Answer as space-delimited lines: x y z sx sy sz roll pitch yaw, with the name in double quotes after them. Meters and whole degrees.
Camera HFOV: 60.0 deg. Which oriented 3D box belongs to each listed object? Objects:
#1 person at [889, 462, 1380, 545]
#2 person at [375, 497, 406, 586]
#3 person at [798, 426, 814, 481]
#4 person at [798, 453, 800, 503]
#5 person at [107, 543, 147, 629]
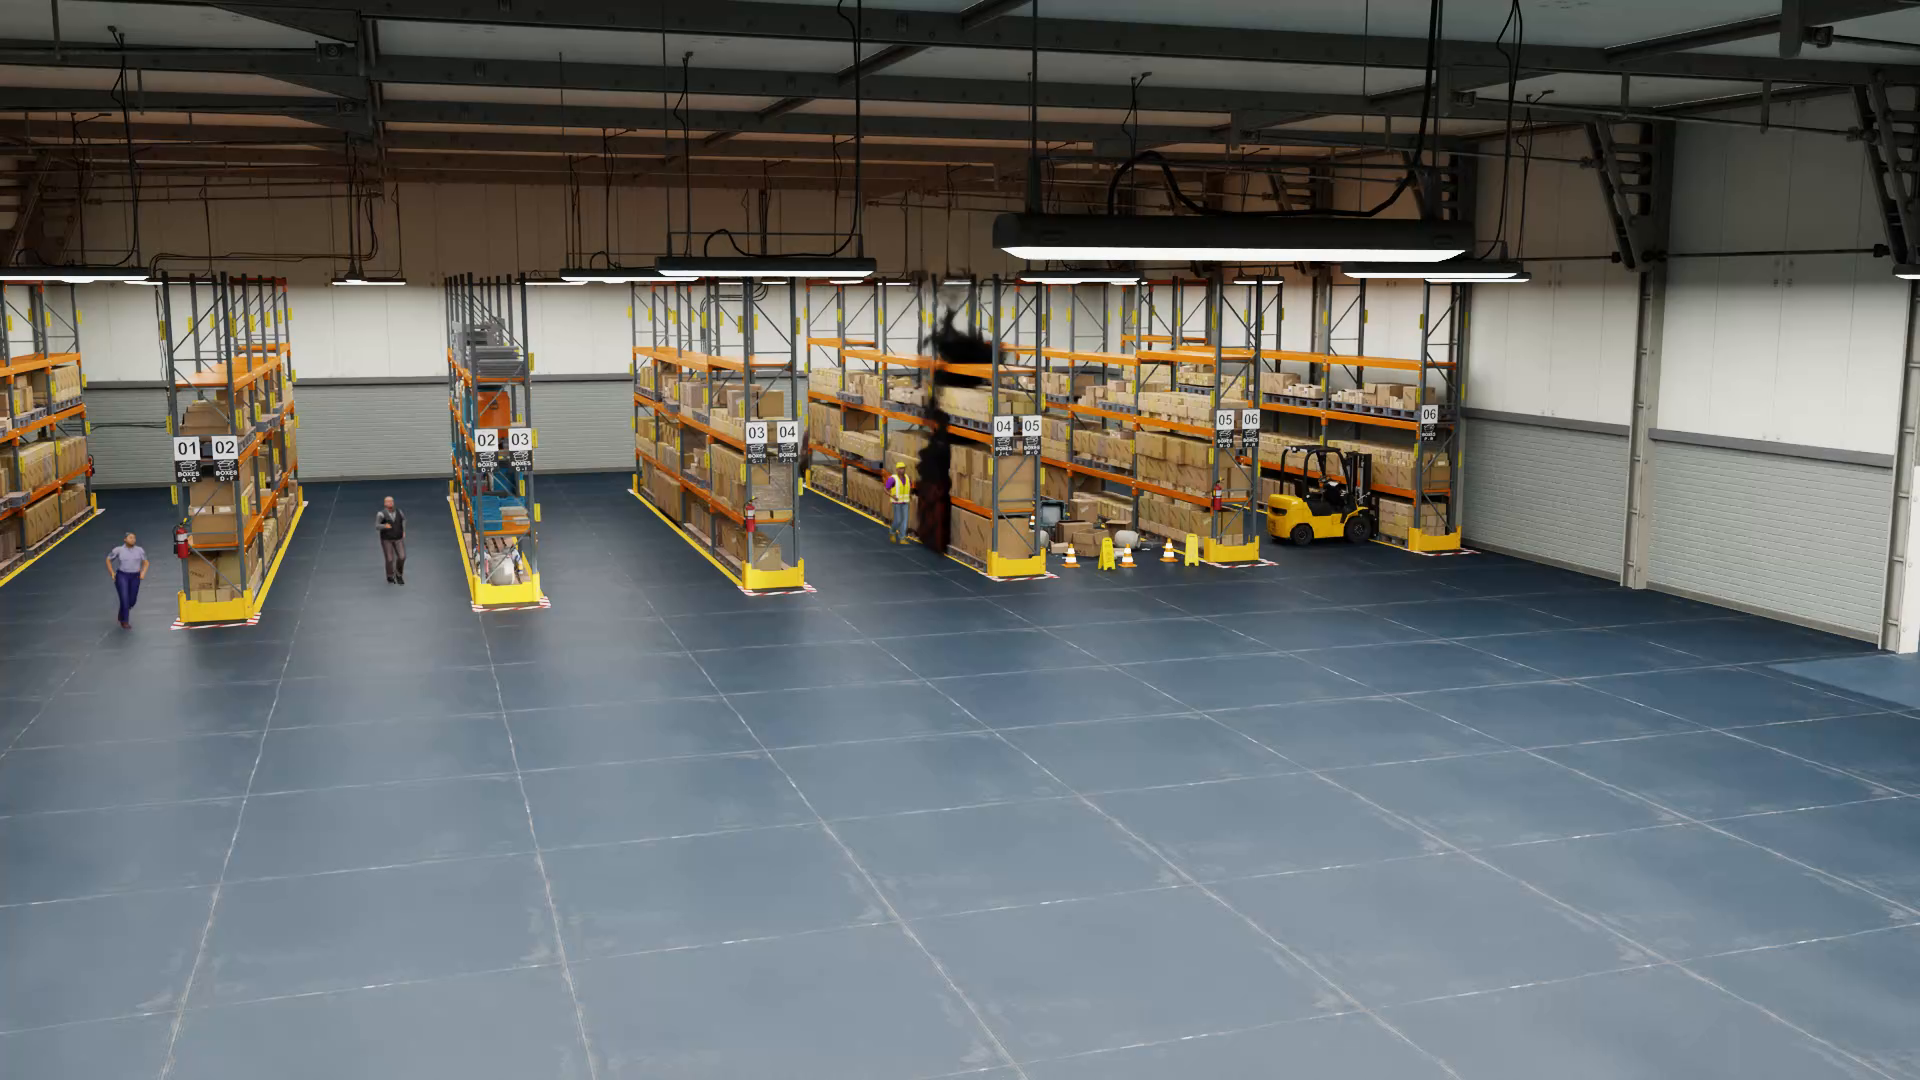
4.563 -0.891 37.022 11.965 1.995 4.177 -5 10 -30 "person"
-10.994 0.030 32.245 0.641 1.747 0.689 -5 10 -30 "person"
-4.544 -2.509 49.668 0.620 1.521 0.758 -3 9 -18 "person"
-4.537 -1.794 44.952 0.537 1.514 0.820 -4 9 -23 "person"
-14.199 0.765 28.441 0.607 1.432 0.655 -8 11 -41 "person"
